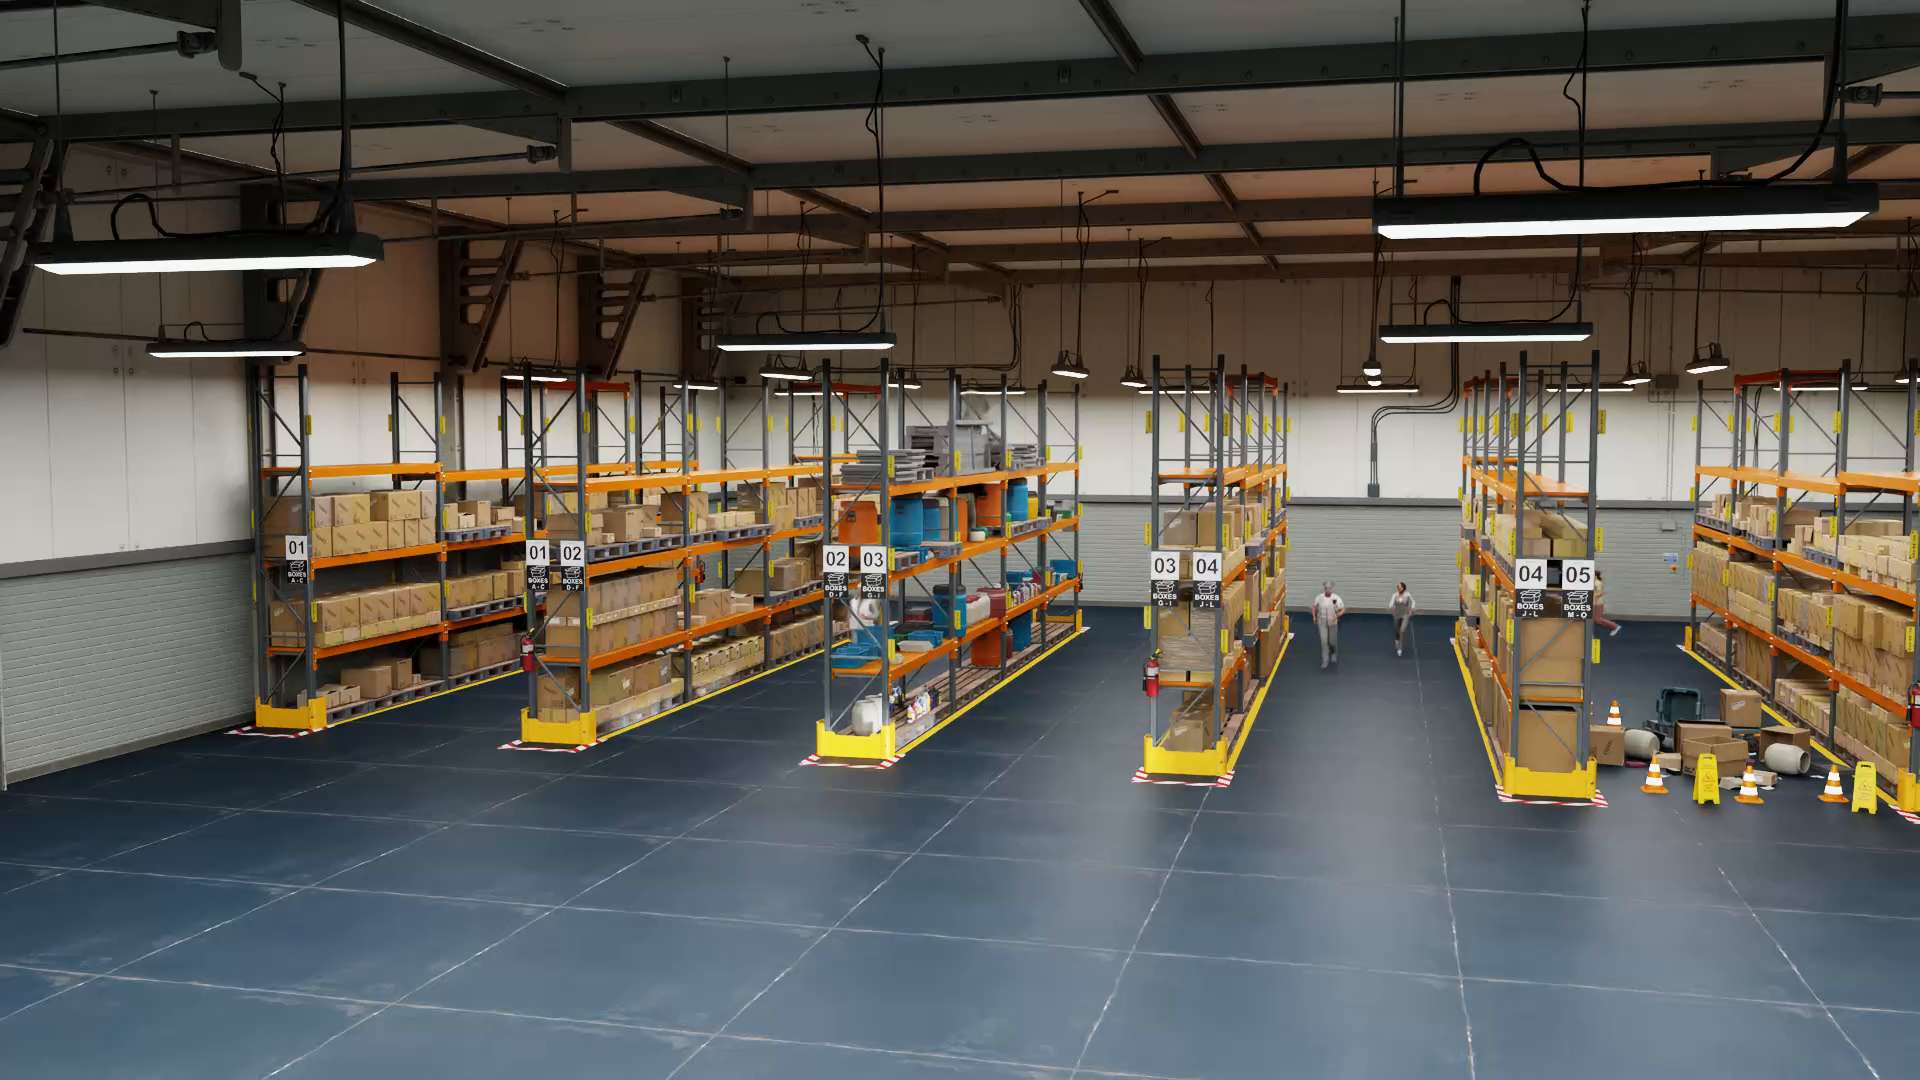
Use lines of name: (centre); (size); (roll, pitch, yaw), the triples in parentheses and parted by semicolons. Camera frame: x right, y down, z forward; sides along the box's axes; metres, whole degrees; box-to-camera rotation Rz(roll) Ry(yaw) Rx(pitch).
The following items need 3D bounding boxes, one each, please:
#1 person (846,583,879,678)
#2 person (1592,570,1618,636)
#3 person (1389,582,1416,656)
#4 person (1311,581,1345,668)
person: (-1.851, 1.688, 31.195); (0.667, 1.790, 0.852); (1, 4, 13)
person: (14.891, 1.475, 38.683); (0.785, 1.565, 0.558); (1, 4, 13)
person: (9.690, 1.711, 36.434); (0.549, 1.595, 0.806); (2, 4, 23)
person: (7.654, 1.739, 34.619); (0.685, 1.783, 0.803); (1, 4, 16)
